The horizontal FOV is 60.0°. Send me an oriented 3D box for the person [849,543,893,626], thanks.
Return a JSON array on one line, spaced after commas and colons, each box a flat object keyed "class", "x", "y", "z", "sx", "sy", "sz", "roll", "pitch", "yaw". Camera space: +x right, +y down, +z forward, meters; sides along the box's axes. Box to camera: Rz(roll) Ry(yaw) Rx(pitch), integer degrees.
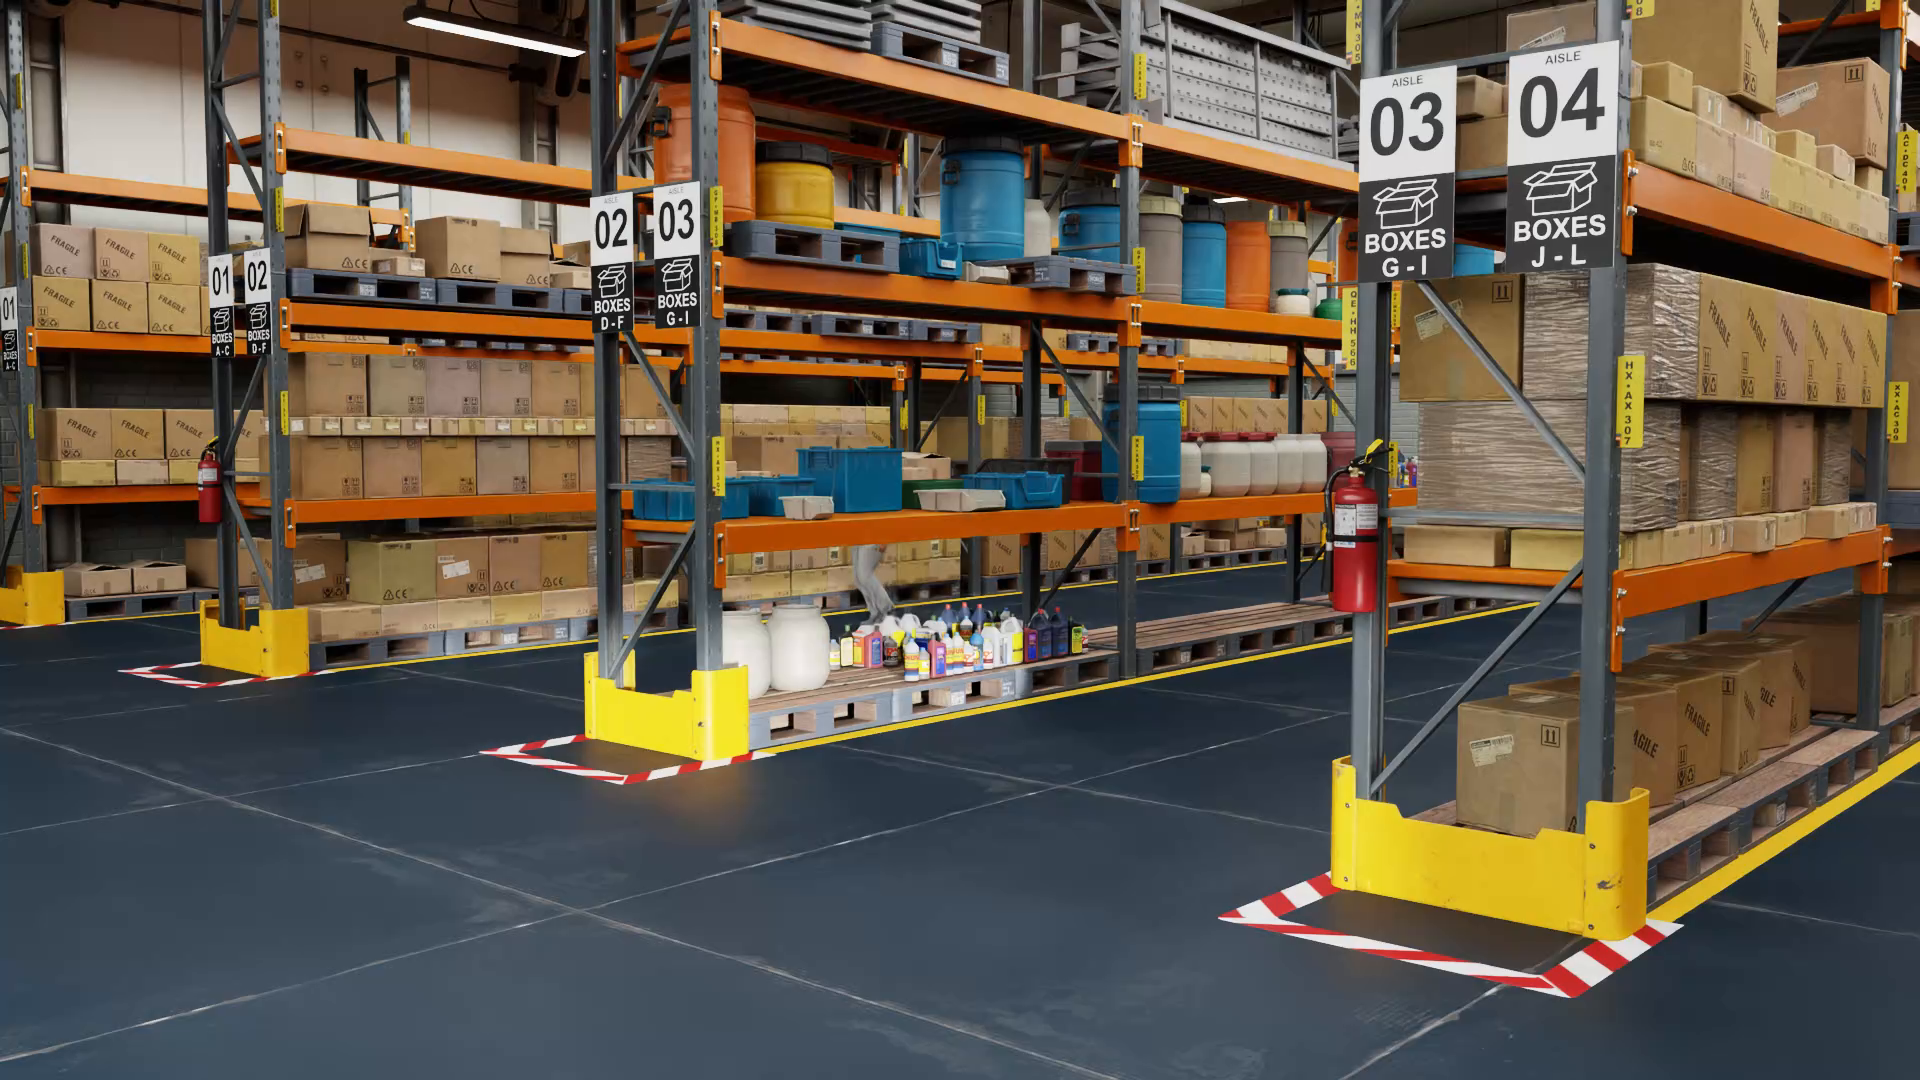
[{"class": "person", "x": -0.875, "y": -0.007, "z": 15.562, "sx": 0.482, "sy": 1.651, "sz": 0.546, "roll": -3, "pitch": 5, "yaw": -42}]
